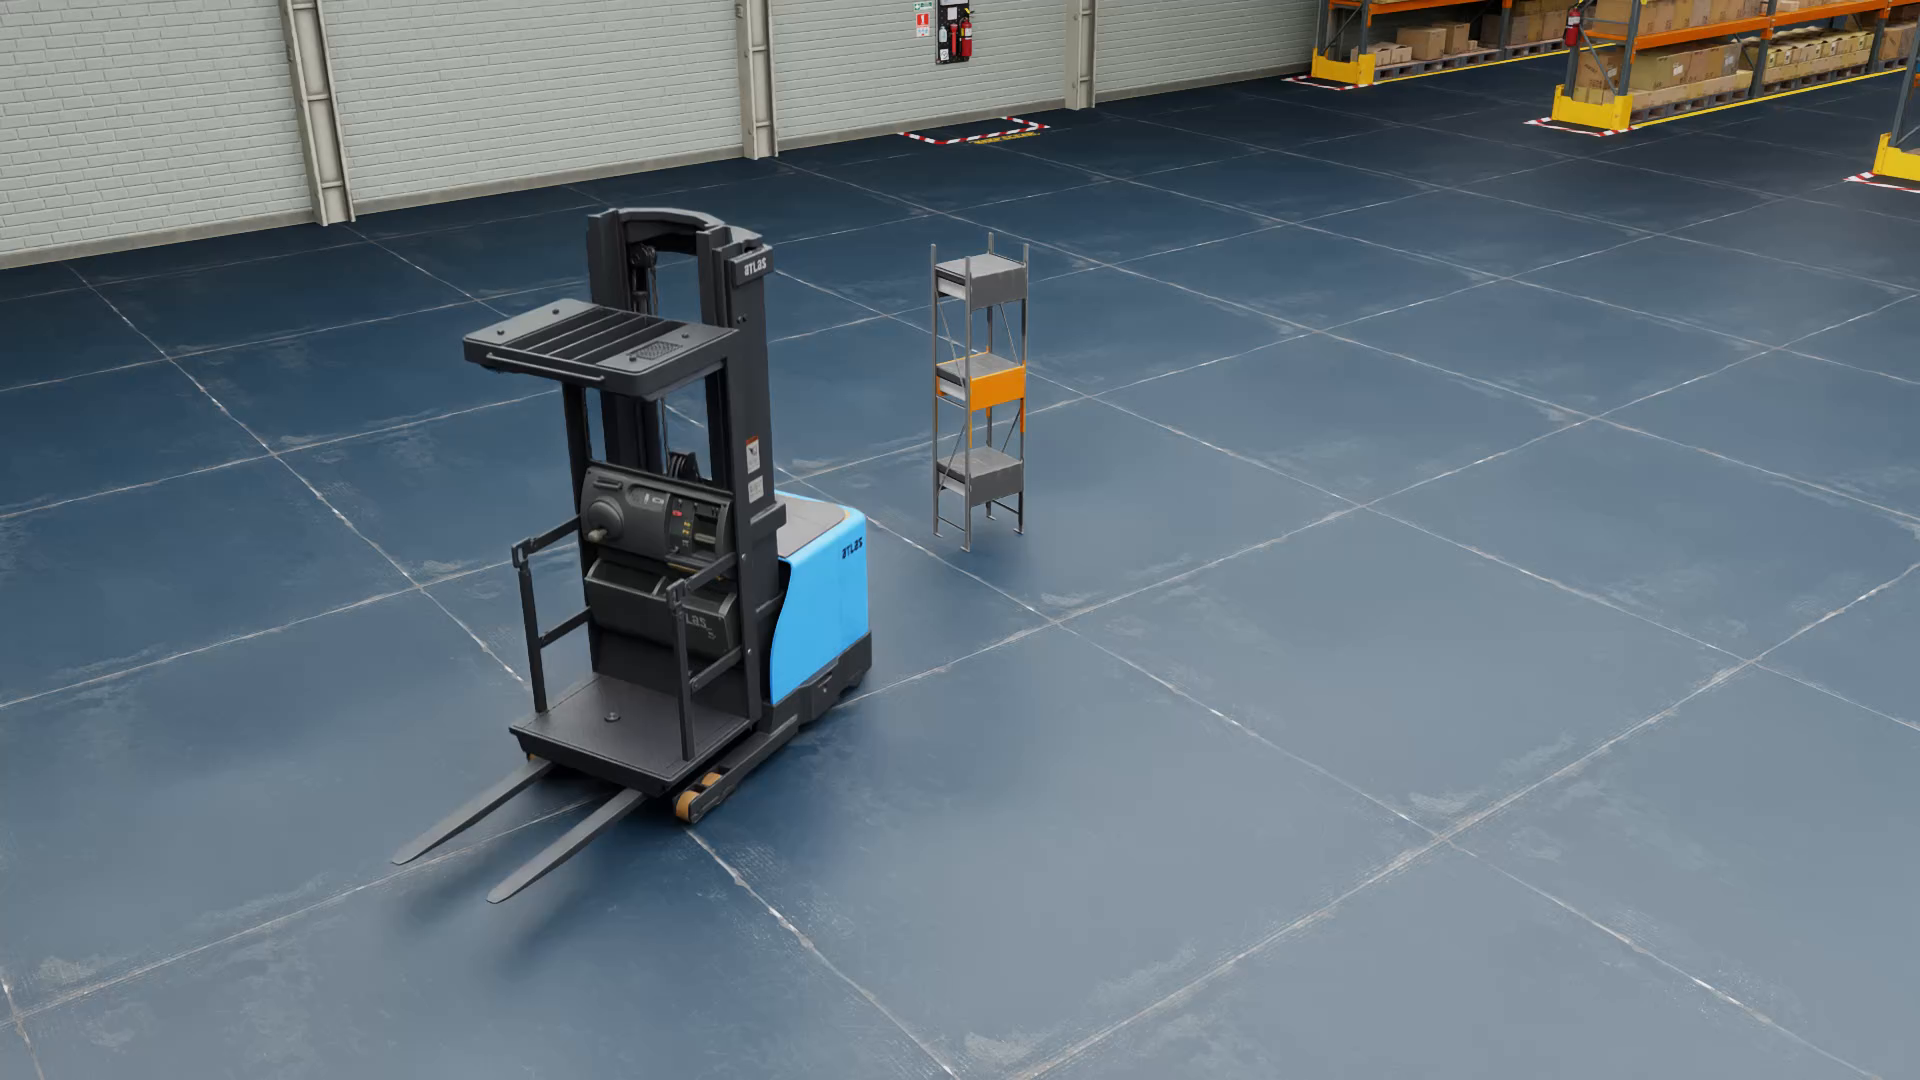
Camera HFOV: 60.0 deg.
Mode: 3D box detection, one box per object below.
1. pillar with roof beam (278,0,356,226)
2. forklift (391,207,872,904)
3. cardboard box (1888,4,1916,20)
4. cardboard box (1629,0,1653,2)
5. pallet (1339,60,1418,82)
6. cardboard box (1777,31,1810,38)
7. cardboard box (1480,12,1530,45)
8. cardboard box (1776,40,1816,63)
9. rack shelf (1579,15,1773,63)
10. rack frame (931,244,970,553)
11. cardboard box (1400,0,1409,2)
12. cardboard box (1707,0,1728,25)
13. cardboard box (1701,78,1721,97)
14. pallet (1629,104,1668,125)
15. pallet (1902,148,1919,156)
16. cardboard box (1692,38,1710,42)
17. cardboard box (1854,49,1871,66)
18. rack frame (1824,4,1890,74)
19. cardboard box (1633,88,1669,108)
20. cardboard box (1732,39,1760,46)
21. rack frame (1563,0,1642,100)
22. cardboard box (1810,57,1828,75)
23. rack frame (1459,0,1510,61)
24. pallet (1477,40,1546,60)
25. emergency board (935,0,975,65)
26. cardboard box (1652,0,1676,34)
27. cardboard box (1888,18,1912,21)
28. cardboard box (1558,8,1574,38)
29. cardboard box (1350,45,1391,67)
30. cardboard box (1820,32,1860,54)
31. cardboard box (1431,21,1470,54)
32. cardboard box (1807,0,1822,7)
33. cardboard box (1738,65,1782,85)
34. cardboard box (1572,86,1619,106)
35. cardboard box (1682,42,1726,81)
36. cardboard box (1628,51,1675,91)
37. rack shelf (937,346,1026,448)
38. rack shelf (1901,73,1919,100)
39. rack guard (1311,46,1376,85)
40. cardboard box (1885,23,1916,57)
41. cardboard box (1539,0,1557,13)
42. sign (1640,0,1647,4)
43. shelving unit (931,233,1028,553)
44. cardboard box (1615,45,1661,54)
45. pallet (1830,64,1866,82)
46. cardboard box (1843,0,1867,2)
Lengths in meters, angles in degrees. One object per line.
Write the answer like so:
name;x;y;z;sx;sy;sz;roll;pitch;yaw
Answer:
pillar with roof beam;-4.867;-6.495;15.054;0.400;9.000;9.100;-18;31;-34
forklift;-1.686;-0.084;8.449;1.130;2.935;3.031;13;28;26
cardboard box;17.415;-9.855;30.977;0.500;0.250;0.500;-19;31;-35
cardboard box;10.126;-8.137;24.830;0.250;0.149;0.380;-19;31;-34
pallet;7.345;-8.361;29.515;1.213;0.211;1.003;-18;31;-34
cardboard box;14.575;-8.733;29.105;0.500;0.311;0.500;-19;31;-35
cardboard box;10.341;-9.708;31.552;0.500;0.500;0.700;-17;30;-32
cardboard box;14.114;-8.291;28.154;0.500;0.311;0.500;-19;31;-36
rack shelf;11.258;-7.960;26.193;4.000;0.370;1.077;-18;31;-34
rack frame;-0.062;-0.932;11.264;0.015;2.100;0.400;-18;31;-34
cardboard box;7.604;-9.509;28.830;0.500;0.250;0.500;-19;31;-36
cardboard box;11.678;-8.466;26.309;0.500;0.500;0.700;-18;30;-33
cardboard box;11.818;-7.295;26.673;0.500;0.250;0.500;-18;31;-34
pallet;10.260;-6.715;25.967;1.213;0.211;1.003;-18;31;-34
pallet;13.411;-5.105;22.498;1.213;0.211;1.003;-18;31;-34
cardboard box;11.885;-7.940;27.172;0.500;0.500;0.500;-18;31;-34
cardboard box;15.716;-8.571;29.422;0.500;0.250;0.500;-17;30;-33
rack frame;15.979;-9.845;29.400;0.127;3.000;1.000;-18;31;-34
cardboard box;10.635;-6.907;25.836;0.500;0.250;0.500;-18;31;-34
cardboard box;13.379;-8.341;28.260;0.500;0.311;0.500;-17;30;-33
rack frame;9.684;-7.767;24.922;0.127;3.000;1.000;-18;31;-34
cardboard box;14.512;-8.171;28.561;0.500;0.250;0.500;-18;30;-33
rack frame;9.772;-10.446;30.695;0.127;3.000;1.000;-18;31;-34
pallet;10.384;-9.384;31.718;1.213;0.211;1.003;-18;31;-34
emergency board;-0.048;-7.687;24.751;0.643;1.169;0.194;-18;31;-34
cardboard box;10.470;-8.067;25.450;0.500;0.500;0.700;-17;30;-33
cardboard box;17.387;-9.504;31.112;0.500;0.500;0.500;-20;31;-36
cardboard box;11.535;-10.113;32.423;0.500;0.500;0.700;-18;31;-34
cardboard box;7.224;-8.537;29.252;0.500;0.311;0.500;-23;33;-40
cardboard box;15.314;-8.688;29.008;0.500;0.311;0.500;-19;31;-35
cardboard box;8.980;-9.229;30.519;0.500;0.500;0.500;-21;32;-38
cardboard box;14.255;-9.312;28.133;0.500;0.500;0.500;-18;30;-34
cardboard box;13.302;-7.772;27.700;0.500;0.250;0.500;-19;31;-35
cardboard box;9.924;-6.947;25.923;0.500;0.250;0.500;-18;31;-34
cardboard box;11.810;-7.639;26.524;0.500;0.500;0.500;-18;31;-34
cardboard box;10.636;-7.246;25.677;0.500;0.500;0.500;-18;31;-34
rack shelf;0.130;-0.983;11.406;0.480;0.518;0.431;-18;31;-34
rack shelf;14.312;-6.318;22.655;4.000;0.370;1.077;-18;31;-34
rack guard;6.684;-8.293;29.025;0.348;0.500;1.175;-18;31;-34
cardboard box;16.922;-9.072;30.181;0.500;0.500;0.500;-20;31;-36
cardboard box;11.093;-10.300;31.937;0.500;0.250;0.500;-19;31;-35
sign;10.022;-8.010;24.324;0.005;0.325;0.100;-18;31;-34
shelving unit;0.130;-0.995;11.401;0.503;2.100;0.431;-18;31;-34
cardboard box;10.700;-7.553;26.337;0.500;0.500;0.500;-18;31;-34
pallet;15.308;-8.379;29.554;1.213;0.211;1.003;-18;31;-34
cardboard box;15.442;-9.406;28.752;0.250;0.149;0.380;-18;31;-34
